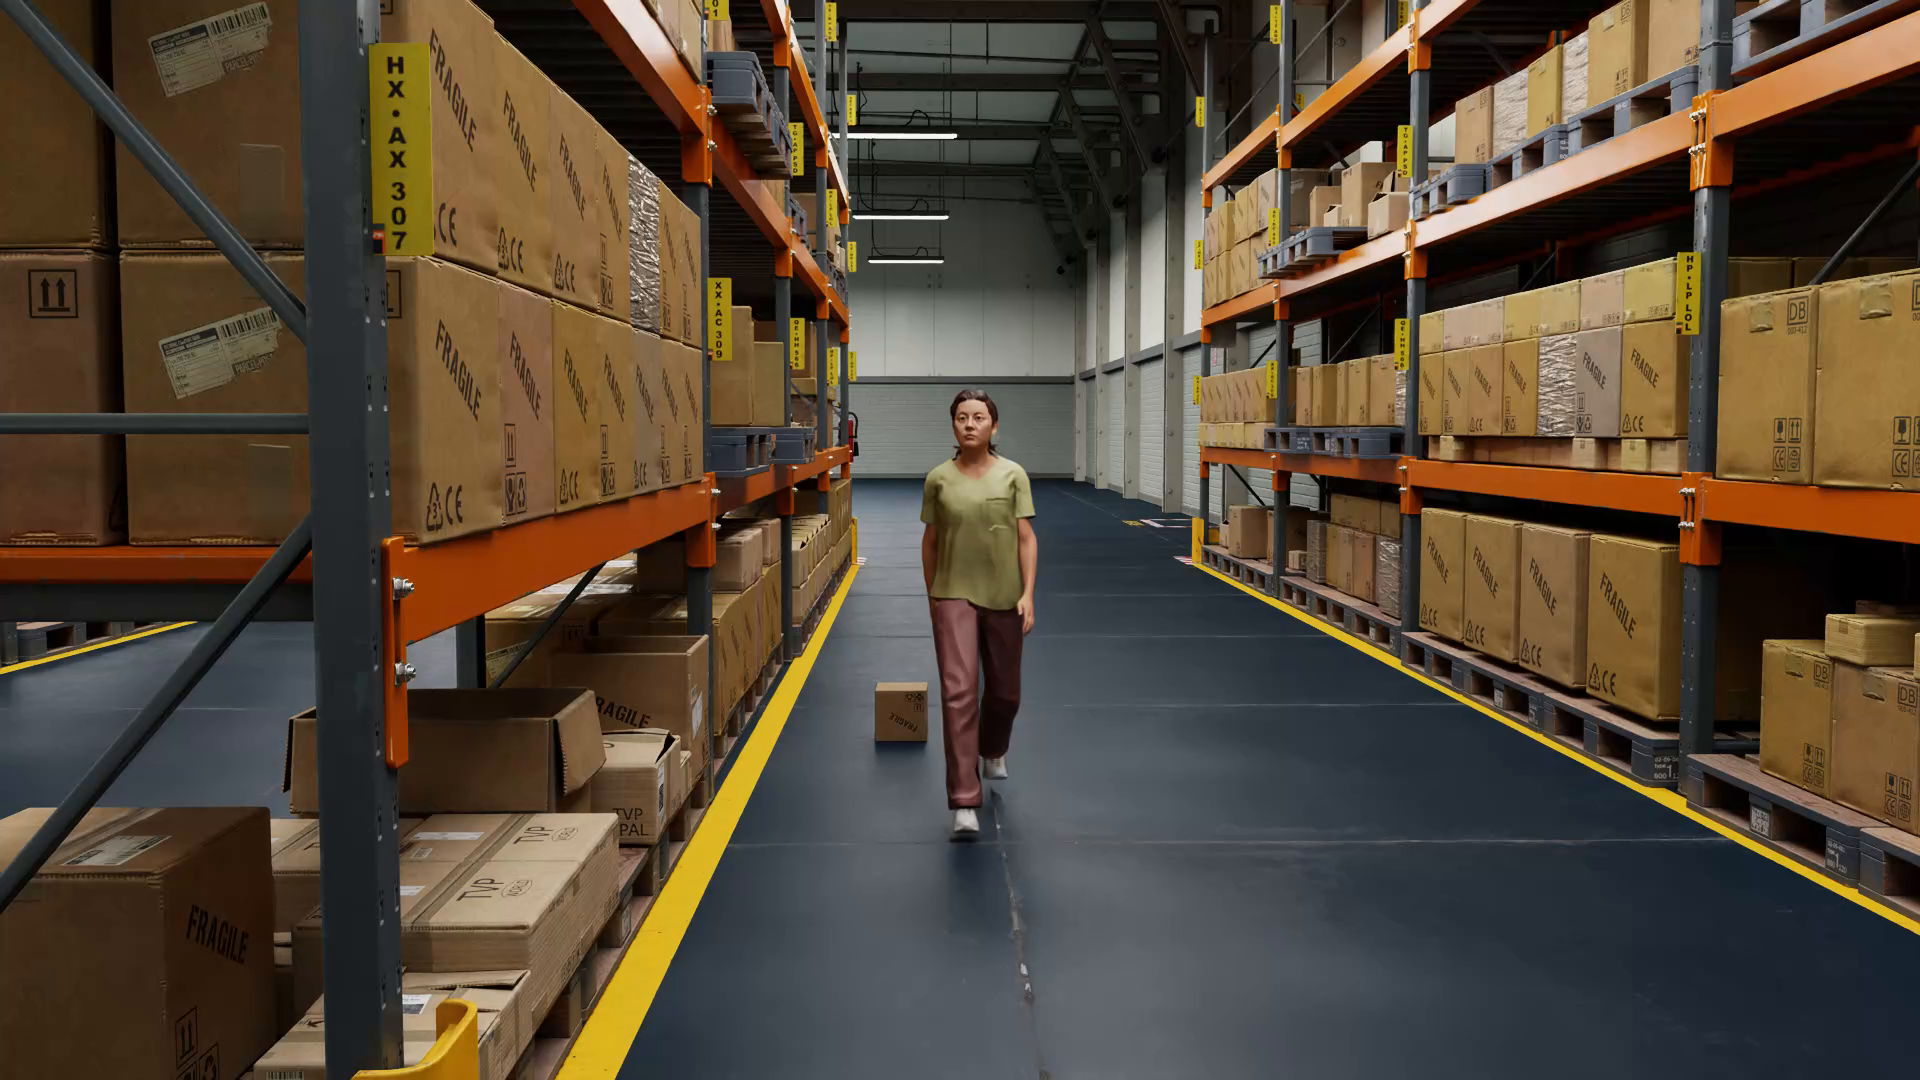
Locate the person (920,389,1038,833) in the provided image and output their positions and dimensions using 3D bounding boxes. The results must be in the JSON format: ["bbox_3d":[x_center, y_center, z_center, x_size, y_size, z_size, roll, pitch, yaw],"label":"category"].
[{"bbox_3d":[0.071,0.238,6.387,0.442,1.629,0.983,0,4,-3],"label":"person"}]
